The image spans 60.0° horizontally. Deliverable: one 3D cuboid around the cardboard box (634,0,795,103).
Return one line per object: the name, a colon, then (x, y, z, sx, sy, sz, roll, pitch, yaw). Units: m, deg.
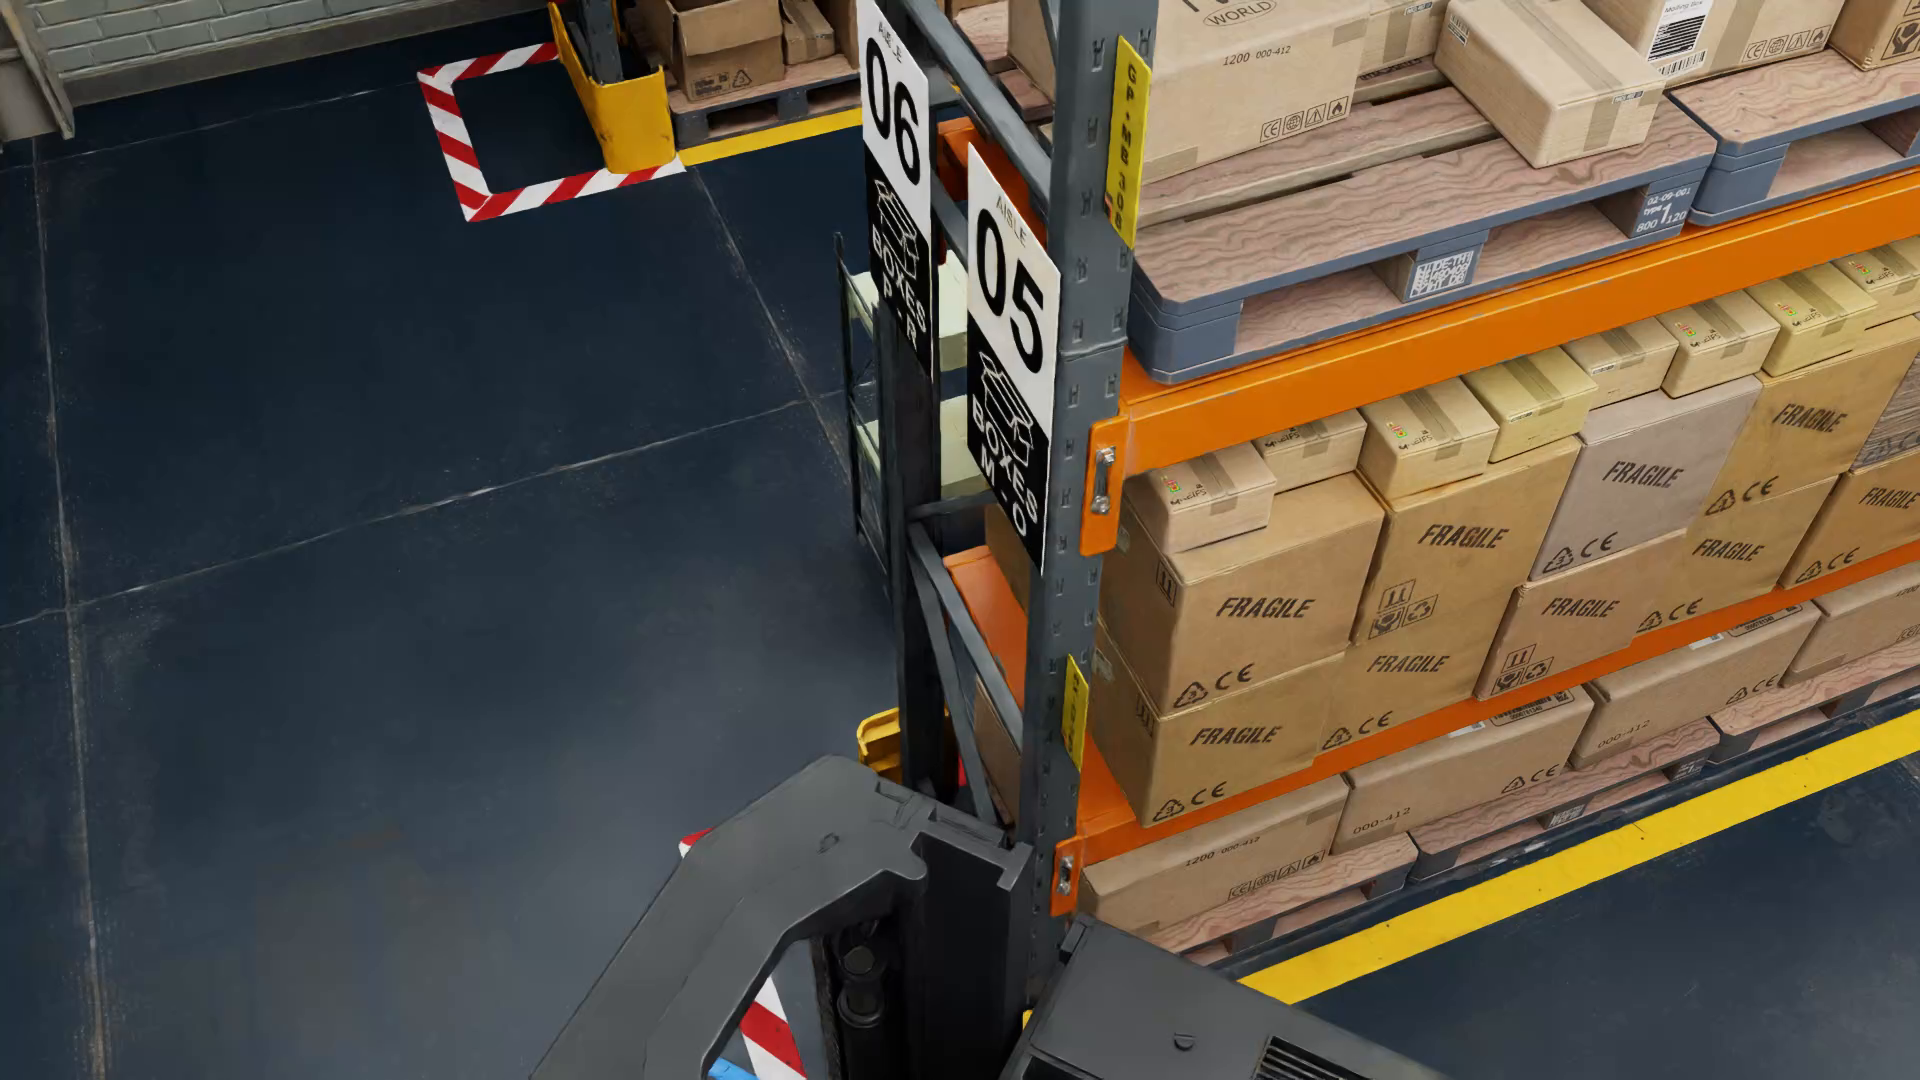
cardboard box: (-1.230, -2.617, 8.230, 0.637, 0.503, 0.797, -19, 52, -16)

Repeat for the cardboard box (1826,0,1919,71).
cardboard box: (1.971, -1.352, 3.389, 0.500, 0.500, 0.500, -16, 51, -14)

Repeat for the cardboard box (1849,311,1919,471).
cardboard box: (2.478, -0.584, 4.390, 0.500, 0.500, 0.500, -17, 51, -14)

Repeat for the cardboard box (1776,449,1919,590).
cardboard box: (2.484, -0.261, 4.772, 0.500, 0.500, 0.500, -18, 52, -15)

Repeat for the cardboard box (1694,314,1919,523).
cardboard box: (2.011, -0.446, 4.271, 0.500, 0.500, 0.500, -17, 51, -14)

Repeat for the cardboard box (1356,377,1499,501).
cardboard box: (0.981, -0.296, 3.715, 0.250, 0.149, 0.380, -16, 51, -13)

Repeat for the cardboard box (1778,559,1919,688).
cardboard box: (3.129, -0.045, 6.064, 0.875, 0.438, 0.875, -18, 52, -15)

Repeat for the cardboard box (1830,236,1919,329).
cardboard box: (2.157, -0.702, 4.064, 0.250, 0.149, 0.380, -17, 52, -14)

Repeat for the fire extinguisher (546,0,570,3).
fire extinguisher: (-1.794, -2.671, 7.205, 0.183, 0.674, 0.296, -17, 52, -14)

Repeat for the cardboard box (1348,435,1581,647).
cardboard box: (1.076, -0.149, 4.017, 0.500, 0.500, 0.500, -18, 52, -15)

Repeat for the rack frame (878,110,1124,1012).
rack frame: (0.048, 0.300, 4.356, 0.127, 3.000, 1.000, -17, 52, -14)

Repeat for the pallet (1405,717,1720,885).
pallet: (1.886, 0.577, 5.956, 1.213, 0.211, 1.003, -17, 52, -14)

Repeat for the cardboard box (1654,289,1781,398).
cardboard box: (1.688, -0.539, 3.924, 0.250, 0.149, 0.380, -17, 51, -14)

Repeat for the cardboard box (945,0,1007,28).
cardboard box: (0.103, -2.916, 8.488, 0.500, 0.500, 0.500, -16, 51, -14)

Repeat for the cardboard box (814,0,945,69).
cardboard box: (-0.424, -2.834, 8.418, 0.500, 0.500, 0.700, -15, 51, -13)

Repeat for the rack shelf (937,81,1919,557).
rack shelf: (1.899, -1.017, 3.983, 4.000, 0.370, 1.077, -17, 52, -14)

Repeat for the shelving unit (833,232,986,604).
shelving unit: (0.006, -0.491, 6.023, 0.755, 1.500, 0.431, -17, 52, -14)

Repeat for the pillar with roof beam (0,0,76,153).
pillar with roof beam: (-3.041, -1.976, 2.356, 0.400, 9.000, 9.100, -17, 52, -14)

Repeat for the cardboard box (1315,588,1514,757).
cardboard box: (1.059, 0.167, 4.404, 0.500, 0.500, 0.500, -18, 52, -15)

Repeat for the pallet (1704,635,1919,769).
pallet: (3.017, 0.224, 6.259, 1.213, 0.211, 1.003, -17, 52, -14)

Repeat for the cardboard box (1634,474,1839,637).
cardboard box: (1.994, -0.122, 4.652, 0.500, 0.500, 0.500, -16, 51, -13)

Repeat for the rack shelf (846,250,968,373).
rack shelf: (0.006, -0.745, 5.727, 0.720, 0.370, 0.431, -17, 52, -14)

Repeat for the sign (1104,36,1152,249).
sign: (0.252, -0.596, 2.520, 0.005, 0.325, 0.100, -17, 52, -14)

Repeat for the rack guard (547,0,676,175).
rack guard: (-1.762, -2.392, 8.316, 0.348, 0.500, 1.175, -17, 52, -14)

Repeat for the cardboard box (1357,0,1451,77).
cardboard box: (0.788, -1.134, 3.433, 0.250, 0.149, 0.380, -21, 52, -17)

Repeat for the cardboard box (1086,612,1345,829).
cardboard box: (0.601, 0.331, 4.263, 0.500, 0.500, 0.500, -18, 52, -15)

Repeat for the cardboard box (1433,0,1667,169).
cardboard box: (1.142, -0.915, 3.245, 0.250, 0.149, 0.380, -16, 51, -13)

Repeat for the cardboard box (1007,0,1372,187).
cardboard box: (0.430, -0.990, 3.243, 0.500, 0.250, 0.500, -22, 53, -18)

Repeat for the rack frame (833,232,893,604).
rack frame: (-0.333, -0.386, 5.933, 0.023, 1.500, 0.400, -17, 52, -14)

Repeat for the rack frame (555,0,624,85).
rack frame: (-1.832, -3.185, 7.349, 0.127, 3.000, 1.000, -17, 52, -14)

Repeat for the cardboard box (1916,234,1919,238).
cardboard box: (2.379, -0.783, 4.133, 0.250, 0.149, 0.380, -18, 52, -15)

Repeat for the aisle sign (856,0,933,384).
aisle sign: (-0.136, -0.744, 3.539, 0.004, 0.787, 0.394, -17, 52, -14)

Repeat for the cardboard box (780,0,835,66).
cardboard box: (-0.822, -2.596, 8.446, 0.250, 0.149, 0.380, -19, 52, -16)

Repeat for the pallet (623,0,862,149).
pallet: (-1.024, -2.528, 8.622, 1.213, 0.211, 1.003, -17, 52, -14)

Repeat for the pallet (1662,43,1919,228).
pallet: (1.862, -1.221, 3.744, 1.213, 0.211, 1.003, -17, 52, -14)

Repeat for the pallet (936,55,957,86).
pallet: (0.103, -2.875, 8.920, 1.213, 0.211, 1.003, -17, 52, -14)

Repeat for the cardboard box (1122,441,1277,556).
cardboard box: (0.481, -0.177, 3.613, 0.250, 0.149, 0.380, -16, 51, -13)

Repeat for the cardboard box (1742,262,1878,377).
cardboard box: (1.933, -0.592, 3.970, 0.250, 0.149, 0.380, -18, 52, -15)

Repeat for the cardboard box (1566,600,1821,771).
cardboard box: (2.301, 0.213, 5.843, 0.875, 0.438, 0.875, -19, 52, -15)

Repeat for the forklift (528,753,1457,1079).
forklift: (0.229, 1.757, 3.150, 3.031, 2.935, 1.130, 21, 53, 17)

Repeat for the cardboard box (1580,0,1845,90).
cardboard box: (1.453, -1.212, 3.393, 0.500, 0.311, 0.500, -16, 51, -14)

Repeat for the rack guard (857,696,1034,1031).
rack guard: (0.026, 1.121, 5.298, 0.348, 0.500, 1.175, -17, 52, -14)

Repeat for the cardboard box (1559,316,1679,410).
cardboard box: (1.441, -0.497, 3.888, 0.250, 0.149, 0.380, -17, 51, -14)

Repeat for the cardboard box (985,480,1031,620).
cardboard box: (0.394, -0.057, 4.596, 0.500, 0.500, 0.500, -17, 51, -14)

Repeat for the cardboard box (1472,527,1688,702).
cardboard box: (1.536, 0.033, 4.519, 0.500, 0.500, 0.500, -17, 52, -14)

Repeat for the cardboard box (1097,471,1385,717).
cardboard box: (0.600, 0.004, 3.885, 0.500, 0.500, 0.500, -18, 52, -15)

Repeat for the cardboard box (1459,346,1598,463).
cardboard box: (1.218, -0.384, 3.791, 0.250, 0.149, 0.380, -19, 52, -15)

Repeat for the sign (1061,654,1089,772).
sign: (0.252, 0.384, 3.661, 0.005, 0.325, 0.100, -17, 52, -14)

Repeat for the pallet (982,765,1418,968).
pallet: (0.759, 0.924, 5.658, 1.213, 0.211, 1.003, -17, 52, -14)

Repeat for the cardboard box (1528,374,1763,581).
cardboard box: (1.549, -0.302, 4.148, 0.500, 0.500, 0.500, -18, 52, -15)

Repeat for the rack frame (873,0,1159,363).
rack frame: (0.048, -1.654, 2.080, 0.127, 3.000, 1.000, -17, 52, -14)

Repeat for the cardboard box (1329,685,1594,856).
cardboard box: (1.465, 0.470, 5.622, 0.875, 0.438, 0.875, -16, 51, -13)

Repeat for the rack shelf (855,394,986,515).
rack shelf: (0.006, -0.278, 6.271, 0.720, 0.370, 0.431, -17, 52, -14)

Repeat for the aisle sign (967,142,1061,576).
aisle sign: (0.091, -0.323, 3.177, 0.004, 0.787, 0.394, -17, 52, -14)

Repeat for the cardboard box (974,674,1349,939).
cardboard box: (0.621, 0.738, 5.391, 0.875, 0.438, 0.875, -19, 52, -15)

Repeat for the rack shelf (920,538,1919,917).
rack shelf: (1.899, -0.039, 5.121, 4.000, 0.370, 1.077, -17, 52, -14)

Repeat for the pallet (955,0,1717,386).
pallet: (0.731, -0.868, 3.441, 1.213, 0.211, 1.003, -17, 52, -14)

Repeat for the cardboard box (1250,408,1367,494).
cardboard box: (0.697, -0.302, 3.720, 0.250, 0.149, 0.380, -16, 51, -13)
